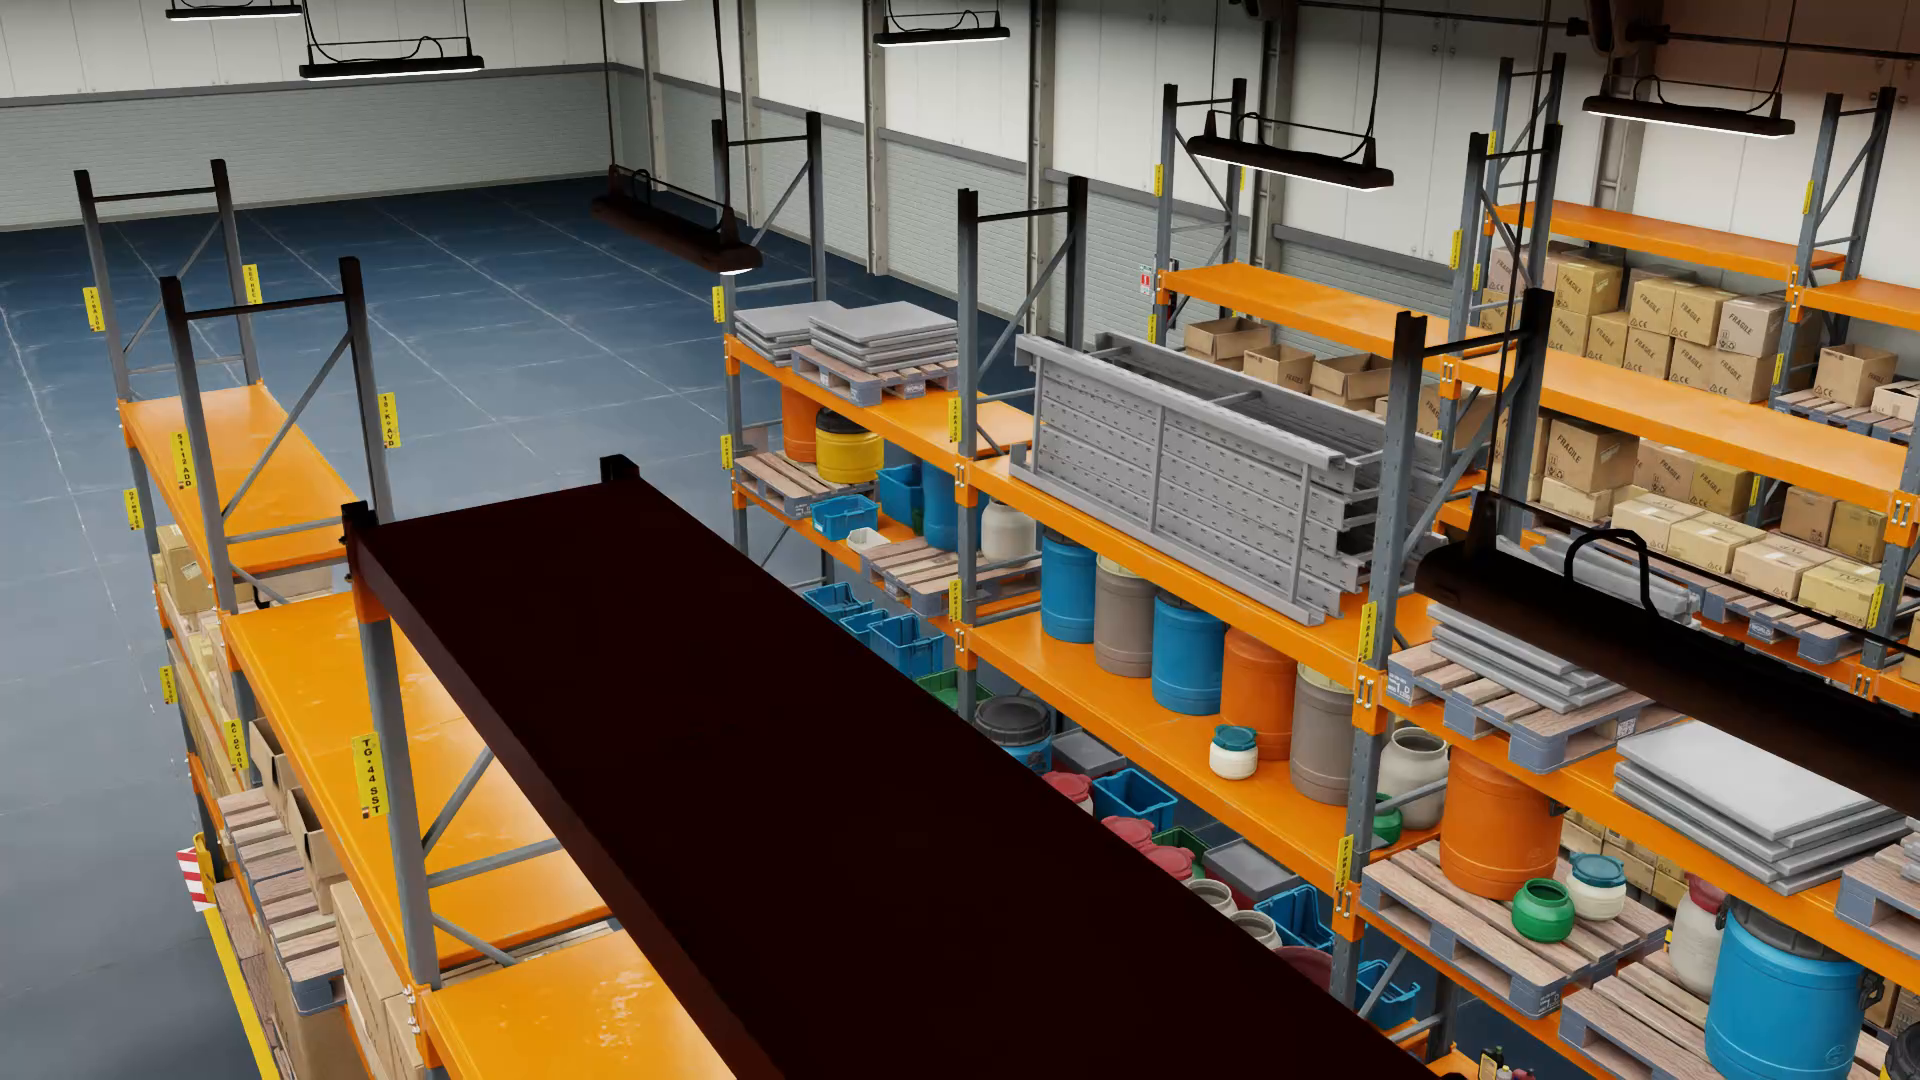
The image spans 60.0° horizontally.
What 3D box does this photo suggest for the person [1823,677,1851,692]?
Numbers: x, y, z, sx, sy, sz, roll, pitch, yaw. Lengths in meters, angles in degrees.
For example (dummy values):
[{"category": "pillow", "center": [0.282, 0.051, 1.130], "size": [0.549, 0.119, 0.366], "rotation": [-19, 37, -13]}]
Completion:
[{"category": "person", "center": [7.941, 1.671, 14.885], "size": [0.569, 1.740, 1.009], "rotation": [-15, 26, -33]}]
